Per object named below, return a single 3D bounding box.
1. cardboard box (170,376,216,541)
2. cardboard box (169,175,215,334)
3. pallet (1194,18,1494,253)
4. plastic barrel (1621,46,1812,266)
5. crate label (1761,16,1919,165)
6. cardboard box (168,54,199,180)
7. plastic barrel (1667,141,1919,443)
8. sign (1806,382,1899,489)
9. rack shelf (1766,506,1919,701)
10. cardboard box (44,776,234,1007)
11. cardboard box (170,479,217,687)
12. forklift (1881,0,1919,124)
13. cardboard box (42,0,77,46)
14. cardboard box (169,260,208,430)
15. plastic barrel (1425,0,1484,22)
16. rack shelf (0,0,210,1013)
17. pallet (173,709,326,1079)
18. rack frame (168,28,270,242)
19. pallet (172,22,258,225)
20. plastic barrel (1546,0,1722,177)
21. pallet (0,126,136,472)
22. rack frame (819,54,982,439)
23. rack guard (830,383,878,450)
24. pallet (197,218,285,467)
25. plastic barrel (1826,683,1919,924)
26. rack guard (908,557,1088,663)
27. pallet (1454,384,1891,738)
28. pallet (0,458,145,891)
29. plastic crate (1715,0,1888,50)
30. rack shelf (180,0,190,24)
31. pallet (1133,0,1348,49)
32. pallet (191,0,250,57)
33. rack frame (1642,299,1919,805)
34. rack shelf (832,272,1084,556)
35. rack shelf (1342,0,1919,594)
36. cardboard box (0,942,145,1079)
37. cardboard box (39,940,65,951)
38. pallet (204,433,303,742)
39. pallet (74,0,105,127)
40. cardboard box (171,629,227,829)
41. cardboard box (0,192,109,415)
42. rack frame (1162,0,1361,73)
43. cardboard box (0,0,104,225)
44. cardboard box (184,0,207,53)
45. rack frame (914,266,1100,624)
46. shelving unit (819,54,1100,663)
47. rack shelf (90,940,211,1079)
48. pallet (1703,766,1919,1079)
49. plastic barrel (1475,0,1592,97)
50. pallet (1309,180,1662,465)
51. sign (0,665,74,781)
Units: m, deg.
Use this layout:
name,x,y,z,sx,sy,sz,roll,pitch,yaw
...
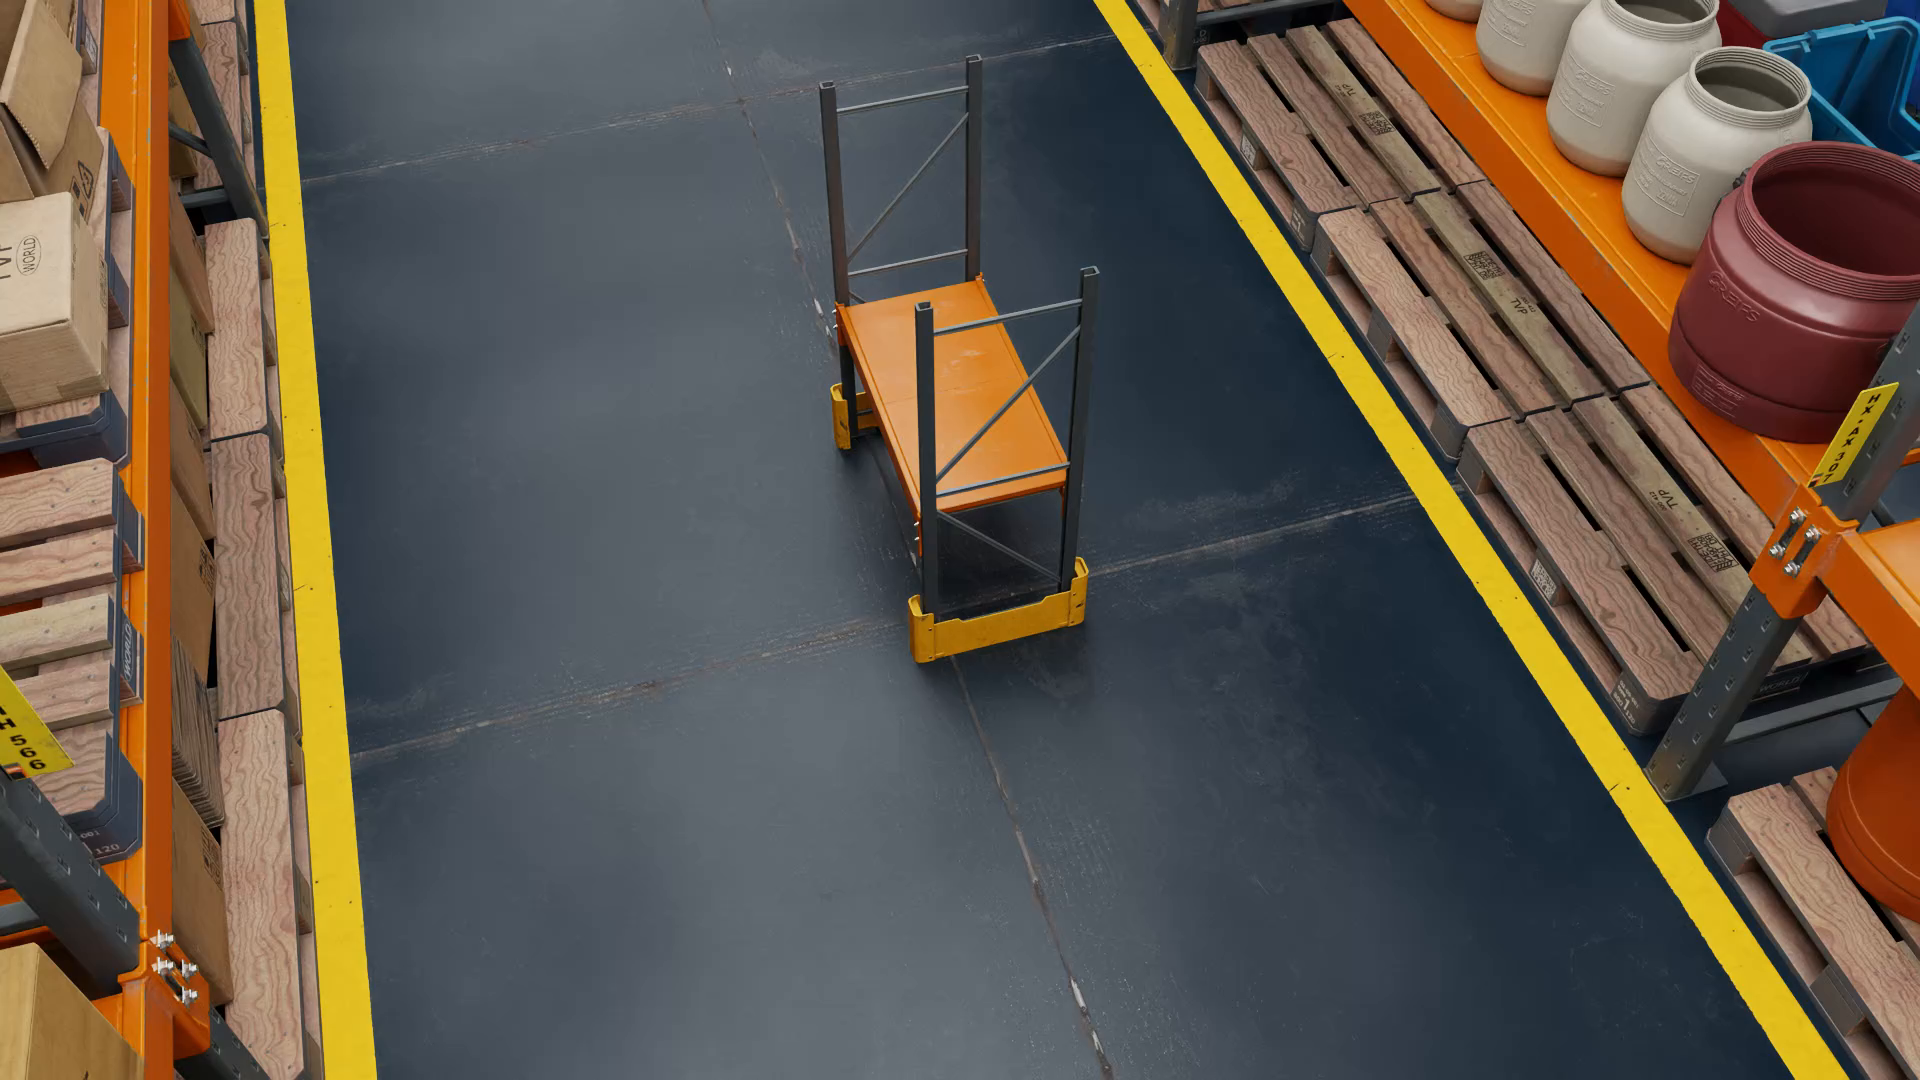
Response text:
name,x,y,z,sx,sy,sz,roll,pitch,yaw
cardboard box,-2.859,-0.241,5.338,0.700,0.500,0.500,-17,52,-14
cardboard box,-3.148,-1.002,5.980,0.700,0.500,0.500,-17,52,-14
pallet,1.692,-1.776,7.109,1.003,0.211,1.213,-13,51,-11
plastic barrel,2.097,-1.057,4.606,0.421,0.512,0.421,0,50,0
crate label,2.570,-1.116,4.706,0.502,0.435,0.616,-13,51,-11
cardboard box,-3.389,-1.750,6.624,0.500,0.500,0.500,-15,51,-12
plastic barrel,2.179,-0.632,4.232,0.600,0.536,0.708,-13,51,-11
sign,2.082,-0.241,3.884,0.100,0.325,0.005,-13,51,-11
rack shelf,3.197,1.375,3.100,1.077,0.370,4.000,-13,51,-11
cardboard box,-2.343,0.981,4.308,0.700,0.500,0.500,-16,52,-13
cardboard box,-2.694,0.167,4.995,0.700,0.500,0.500,-9,51,-8
forklift,4.736,-2.168,5.661,1.130,2.935,3.031,-21,53,-17
cardboard box,-3.208,-1.836,4.669,1.000,1.000,1.000,-13,51,-11
cardboard box,-3.025,-0.649,5.683,0.700,0.500,0.500,-14,51,-11
plastic barrel,1.713,-1.999,5.384,0.433,0.535,0.433,0,50,0
rack shelf,-2.717,-0.427,4.618,1.077,0.370,4.000,-13,51,-11
pallet,-2.356,1.130,4.659,1.003,0.211,1.213,-13,51,-11
rack frame,-3.309,-2.119,5.575,1.000,3.000,0.127,-13,51,-11
pallet,-3.541,-1.703,7.048,1.003,0.211,1.213,-13,51,-11
plastic barrel,1.973,-1.364,4.865,0.421,0.512,0.421,0,50,0
pallet,-2.750,-0.573,4.396,1.003,0.211,1.213,-13,51,-11
rack frame,-0.176,-0.917,5.542,0.500,1.500,0.032,-13,51,-11
rack guard,-0.170,-0.500,6.008,0.587,0.250,0.087,-13,51,-11
pallet,-3.077,-0.652,6.162,1.003,0.211,1.213,-13,51,-11
plastic barrel,2.766,0.600,4.427,0.600,0.830,0.708,-13,51,-11
rack guard,0.125,0.227,5.395,0.587,0.250,0.087,-13,51,-11
pallet,2.413,0.007,5.606,1.003,0.211,1.213,-13,51,-11
pallet,-2.438,0.368,3.604,1.213,0.211,1.003,-13,51,-11
plastic crate,2.420,-1.588,5.085,0.402,0.464,0.583,-13,51,-11
rack shelf,-3.900,-3.348,7.081,1.077,0.370,4.000,-13,51,-11
pallet,1.264,-2.840,8.006,1.003,0.211,1.213,-13,51,-11
pallet,-3.906,-2.596,7.800,1.003,0.211,1.213,-13,51,-11
rack frame,2.605,-0.318,4.056,1.000,3.000,0.127,-13,51,-11
rack shelf,-0.025,-0.430,5.367,0.538,0.185,1.000,-13,51,-11
rack shelf,2.014,-1.547,5.562,1.077,0.370,4.000,-13,51,-11
cardboard box,-1.743,1.074,2.817,0.500,0.500,0.500,-12,51,-10
cardboard box,-2.353,0.742,4.019,0.500,0.250,0.500,-11,51,-9
pallet,-2.713,0.240,5.409,1.003,0.211,1.213,-13,51,-11
pallet,-3.222,-1.466,5.150,1.003,0.211,1.213,-13,51,-11
cardboard box,-2.519,0.579,4.647,0.700,0.500,0.500,-17,52,-14
cardboard box,-2.402,-0.561,4.084,0.500,0.250,0.500,-15,51,-12
rack frame,1.423,-3.239,6.519,1.000,3.000,0.127,-13,51,-11
cardboard box,-2.708,-1.043,4.325,0.797,0.503,0.637,-9,50,-7
cardboard box,-3.566,-2.167,6.975,0.500,0.500,0.500,1,50,1
rack frame,0.125,-0.174,4.916,0.500,1.500,0.032,-13,51,-11
shelving unit,-0.023,-0.539,5.224,0.587,1.500,1.083,-13,51,-11
rack shelf,-1.535,2.495,2.155,1.077,0.370,4.000,-13,51,-11
pallet,2.878,1.147,4.645,1.003,0.211,1.213,-13,51,-11
plastic barrel,1.841,-1.683,5.118,0.433,0.535,0.433,0,50,0
pallet,2.056,-0.883,6.356,1.003,0.211,1.213,-13,51,-11
sign,-1.597,0.301,2.777,0.100,0.325,0.005,-13,51,-11
